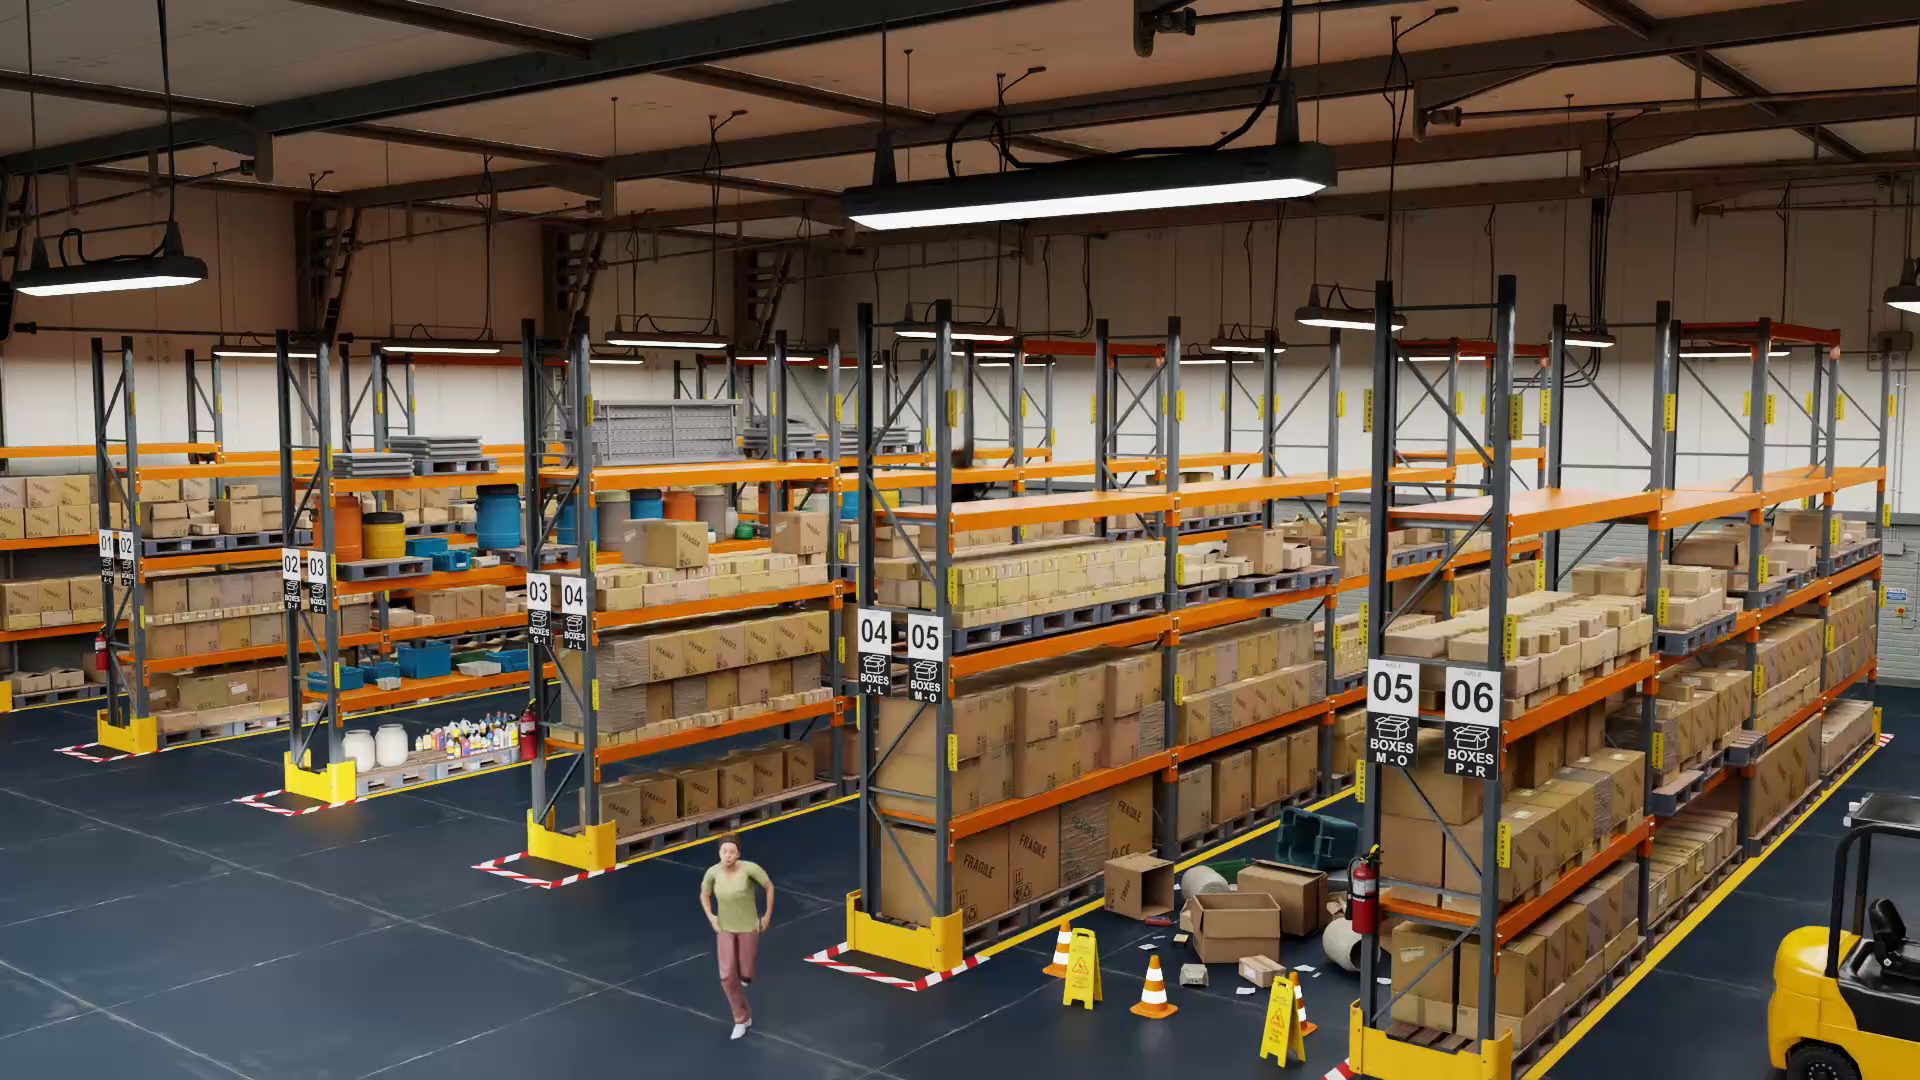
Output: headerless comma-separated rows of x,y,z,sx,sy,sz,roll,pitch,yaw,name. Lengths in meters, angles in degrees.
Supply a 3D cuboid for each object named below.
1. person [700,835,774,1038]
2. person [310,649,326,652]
-1.828,3.189,13.679,0.605,1.638,0.713,0,5,1,person
-11.372,1.723,29.573,0.599,1.708,0.860,3,6,29,person
